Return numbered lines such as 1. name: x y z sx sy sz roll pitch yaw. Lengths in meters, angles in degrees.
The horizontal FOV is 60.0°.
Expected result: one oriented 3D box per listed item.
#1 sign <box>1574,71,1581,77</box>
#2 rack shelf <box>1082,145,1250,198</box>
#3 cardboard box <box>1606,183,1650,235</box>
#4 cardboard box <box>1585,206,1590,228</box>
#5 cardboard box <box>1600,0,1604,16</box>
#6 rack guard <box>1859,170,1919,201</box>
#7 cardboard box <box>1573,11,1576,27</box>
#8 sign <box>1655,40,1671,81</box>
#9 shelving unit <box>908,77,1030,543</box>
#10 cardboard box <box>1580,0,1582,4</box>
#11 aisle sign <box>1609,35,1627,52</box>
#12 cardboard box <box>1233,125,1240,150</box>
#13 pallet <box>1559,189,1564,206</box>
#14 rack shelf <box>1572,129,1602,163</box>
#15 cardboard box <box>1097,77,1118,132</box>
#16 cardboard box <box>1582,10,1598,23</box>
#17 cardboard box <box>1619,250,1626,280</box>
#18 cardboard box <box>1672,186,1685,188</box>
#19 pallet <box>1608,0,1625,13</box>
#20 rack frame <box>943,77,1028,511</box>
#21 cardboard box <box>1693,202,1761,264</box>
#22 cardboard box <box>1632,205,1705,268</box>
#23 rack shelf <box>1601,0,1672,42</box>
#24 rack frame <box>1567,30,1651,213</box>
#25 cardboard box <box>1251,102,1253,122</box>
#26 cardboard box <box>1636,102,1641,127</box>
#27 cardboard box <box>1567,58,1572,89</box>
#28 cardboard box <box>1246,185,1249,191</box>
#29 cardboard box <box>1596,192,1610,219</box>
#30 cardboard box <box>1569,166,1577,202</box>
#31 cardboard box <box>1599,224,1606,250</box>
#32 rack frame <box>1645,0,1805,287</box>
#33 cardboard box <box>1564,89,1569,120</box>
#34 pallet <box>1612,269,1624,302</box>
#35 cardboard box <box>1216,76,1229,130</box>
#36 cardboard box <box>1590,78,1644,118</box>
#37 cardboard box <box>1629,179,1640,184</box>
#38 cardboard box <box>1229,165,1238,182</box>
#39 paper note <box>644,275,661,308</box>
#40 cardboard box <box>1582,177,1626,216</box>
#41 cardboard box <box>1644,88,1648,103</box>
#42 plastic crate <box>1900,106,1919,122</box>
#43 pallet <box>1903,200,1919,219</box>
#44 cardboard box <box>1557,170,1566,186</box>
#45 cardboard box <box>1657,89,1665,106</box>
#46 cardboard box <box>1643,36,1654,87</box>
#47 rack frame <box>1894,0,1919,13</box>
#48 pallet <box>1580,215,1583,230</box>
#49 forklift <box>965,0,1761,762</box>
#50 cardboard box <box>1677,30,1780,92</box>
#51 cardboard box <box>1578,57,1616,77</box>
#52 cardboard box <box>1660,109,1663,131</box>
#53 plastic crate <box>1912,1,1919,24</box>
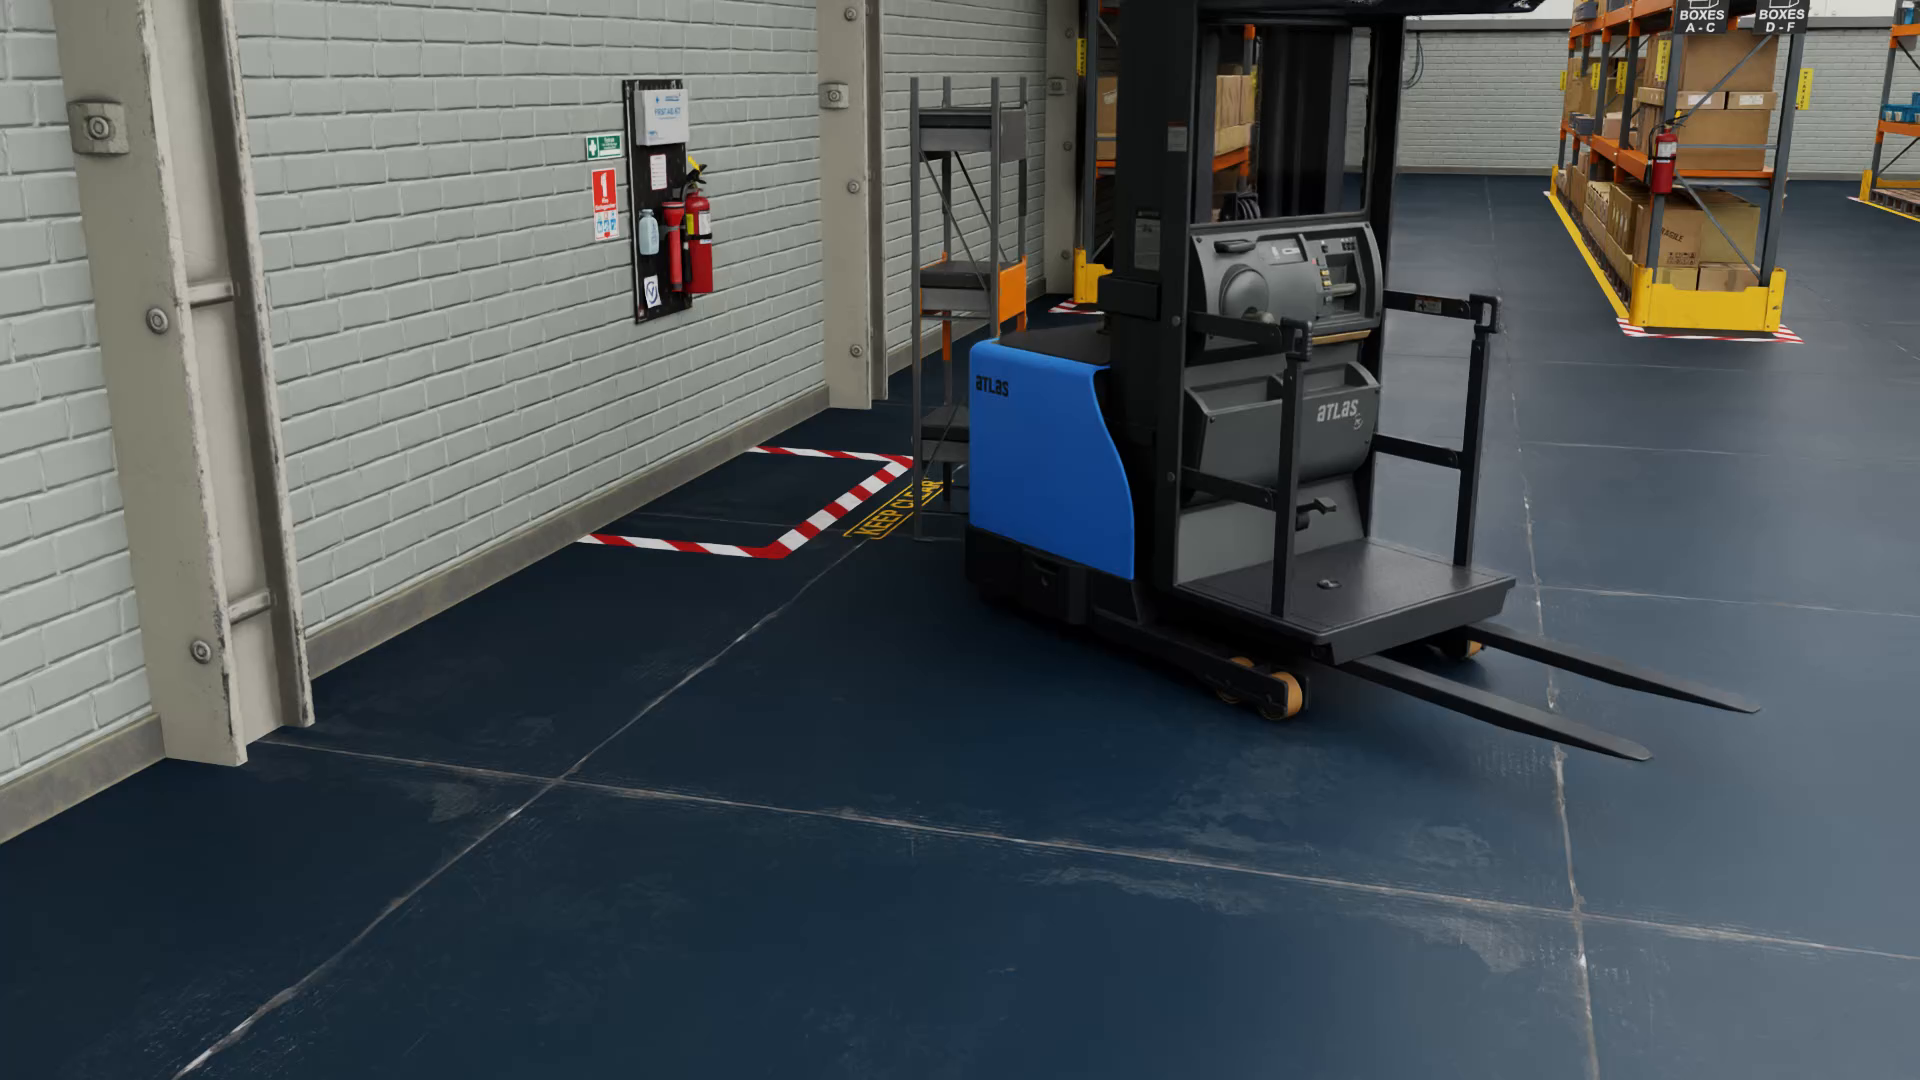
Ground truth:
1. sign: 9.288 -6.888 25.030 0.100 0.325 0.005 5 16 16
2. rack shelf: 2.218 -3.852 17.232 1.077 0.370 4.000 5 16 16
3. cardboard box: 7.105 -3.481 17.501 0.500 0.500 0.500 5 16 16
4. cardboard box: 8.101 -4.018 20.769 0.500 0.250 0.500 4 16 14
5. cardboard box: 8.910 -7.126 21.777 0.910 0.500 0.500 5 16 16
6. rack guard: 15.690 -5.898 27.706 1.175 0.500 0.348 5 16 16
7. cardboard box: 10.403 -8.604 27.446 0.500 0.250 0.500 5 16 16
8. sign: 5.884 -4.009 13.909 0.100 0.325 0.005 5 16 16
9. shelving unit: 0.047 -1.053 7.696 0.431 2.100 0.503 5 16 16
10. cardboard box: 9.978 -8.452 25.994 0.500 0.250 0.500 5 16 16
11. aisle sign: 11.260 -8.723 28.321 0.394 0.787 0.004 5 16 16
12. cardboard box: 2.665 -4.249 17.551 0.500 0.250 0.500 5 16 16
13. pallet: 10.351 -5.590 27.150 1.003 0.211 1.213 5 16 16
14. rack shelf: 9.242 -5.562 23.260 1.077 0.370 4.000 5 16 16
15. cardboard box: 1.580 -4.113 15.698 0.500 0.500 0.500 4 16 15
16. cardboard box: 9.693 -7.950 25.139 0.500 0.250 0.500 5 16 16
17. cardboard box: 6.540 -2.597 15.758 0.500 0.250 0.500 5 16 16
18. cardboard box: 8.473 -4.109 20.062 0.500 0.311 0.500 5 16 16
19. pallet: 8.566 -6.553 20.284 1.213 0.211 1.003 5 17 18
20. rack frame: 0.116 -1.117 7.921 0.400 2.100 0.015 5 16 16
21. cardboard box: 6.906 -2.786 15.049 0.500 0.500 0.500 5 16 16
22. cardboard box: 6.267 -2.695 14.730 0.500 0.500 0.500 5 16 16
23. rack shelf: 8.105 -5.959 19.162 1.077 0.370 4.000 5 16 16
24. rack frame: 9.810 -6.431 25.007 1.000 3.000 0.127 5 16 16
25. cardboard box: 3.129 -5.257 19.879 0.700 0.500 0.500 6 17 22
26. cardboard box: 7.920 -4.724 18.804 0.500 0.500 0.500 6 17 20
27. cardboard box: 10.427 -7.774 27.725 0.500 0.500 0.500 5 17 16
28. cardboard box: 3.262 -4.194 20.893 0.700 0.500 0.500 5 17 17
29. cardboard box: 7.663 -3.883 19.262 0.500 0.311 0.500 5 16 16
30. cardboard box: 9.439 -5.333 24.908 0.500 0.500 0.500 4 16 13
31. cardboard box: 7.377 -3.349 18.408 0.500 0.250 0.500 4 16 15
32. rack frame: 6.400 -3.292 13.938 1.000 3.000 0.127 5 16 16
33. cardboard box: 10.427 -7.295 27.868 0.500 0.500 0.500 4 16 15
34. pallet: 6.926 -2.472 16.157 1.003 0.211 1.213 5 16 16
35. cardboard box: 2.376 -4.338 16.491 0.500 0.500 0.500 4 16 14
36. cardboard box: 8.745 -5.809 21.858 0.700 0.500 0.500 -1 16 -3
37. cardboard box: 9.077 -4.491 21.940 0.500 0.500 0.500 5 17 18
38. cardboard box: 3.246 -4.537 20.729 0.500 0.250 0.500 4 16 14
39. paper note: -1.541 -1.247 8.344 0.016 0.148 0.142 5 16 16
40. cardboard box: 8.714 -4.657 22.525 0.500 0.500 0.500 5 17 18
41. cardboard box: 7.059 -4.441 16.619 0.380 0.149 0.250 4 16 15
42. plastic crate: 14.935 -6.658 26.001 0.416 0.233 0.300 5 16 16
43. pallet: 14.730 -4.900 24.719 1.003 0.211 1.213 5 16 16
44. cardboard box: 10.378 -6.116 28.127 0.500 0.250 0.500 5 16 16
45. cardboard box: 6.693 -4.106 15.435 0.380 0.149 0.250 5 17 17
46. cardboard box: 7.417 -4.894 17.026 0.700 0.500 0.500 5 17 16
47. rack frame: 15.695 -9.979 26.520 1.000 3.000 0.127 5 16 16
48. pallet: 8.922 -4.236 22.376 1.003 0.211 1.213 5 16 16
49. forklift: 1.313 -0.946 5.795 1.130 2.935 3.031 -12 20 -36
50. cardboard box: 6.560 -4.099 14.224 0.700 0.500 0.500 5 16 16
51. cardboard box: 9.706 -7.113 25.394 0.500 0.500 0.500 5 17 16
52. cardboard box: 6.836 -3.728 15.294 0.700 0.500 0.500 5 17 16
53. plastic crate: 14.997 -8.128 25.604 0.504 0.338 0.767 5 16 16
